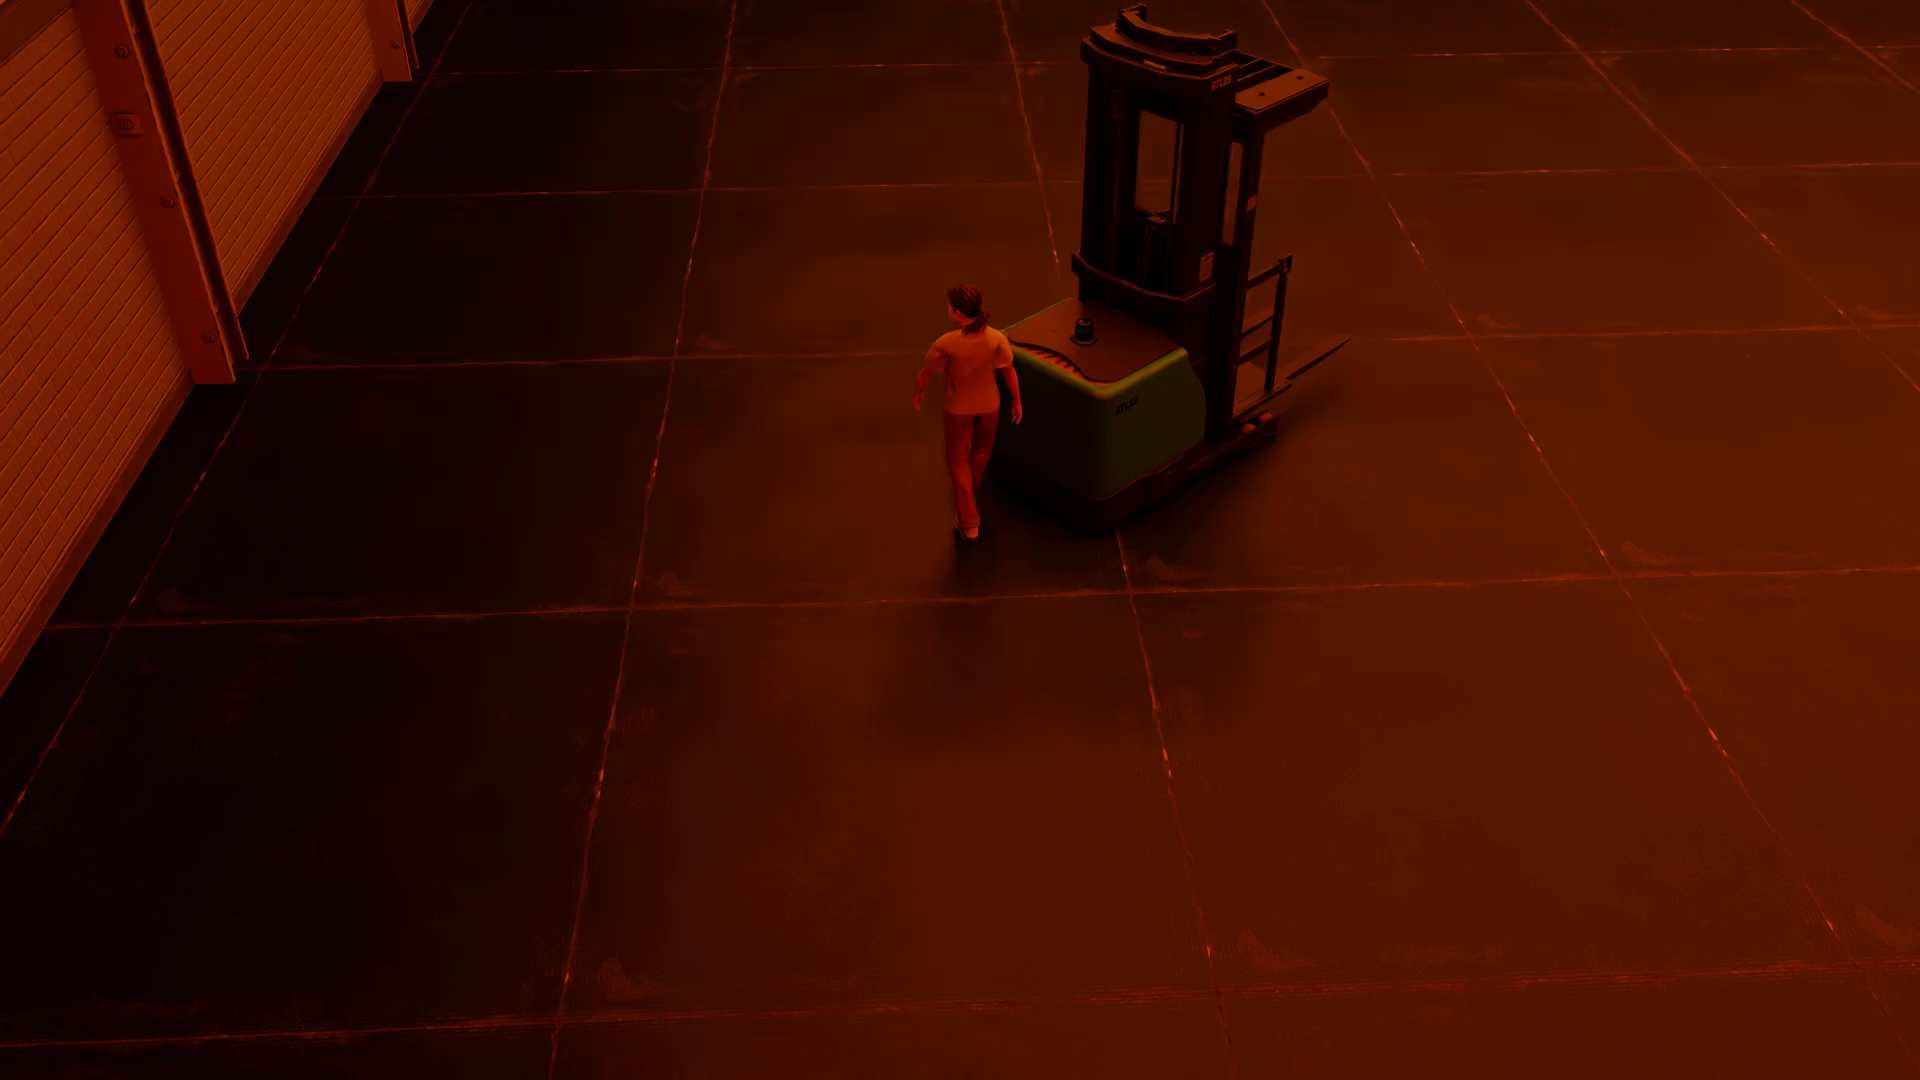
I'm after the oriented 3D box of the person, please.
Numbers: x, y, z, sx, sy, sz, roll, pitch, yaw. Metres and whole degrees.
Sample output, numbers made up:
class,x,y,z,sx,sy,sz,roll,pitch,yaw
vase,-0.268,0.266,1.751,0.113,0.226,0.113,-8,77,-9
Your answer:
class,x,y,z,sx,sy,sz,roll,pitch,yaw
person,0.034,-0.881,10.315,0.642,1.648,0.742,-9,37,-11

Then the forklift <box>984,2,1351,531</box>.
class,x,y,z,sx,sy,sz,roll,pitch,yaw
forklift,1.558,-2.006,10.764,1.130,2.935,3.031,30,46,35
